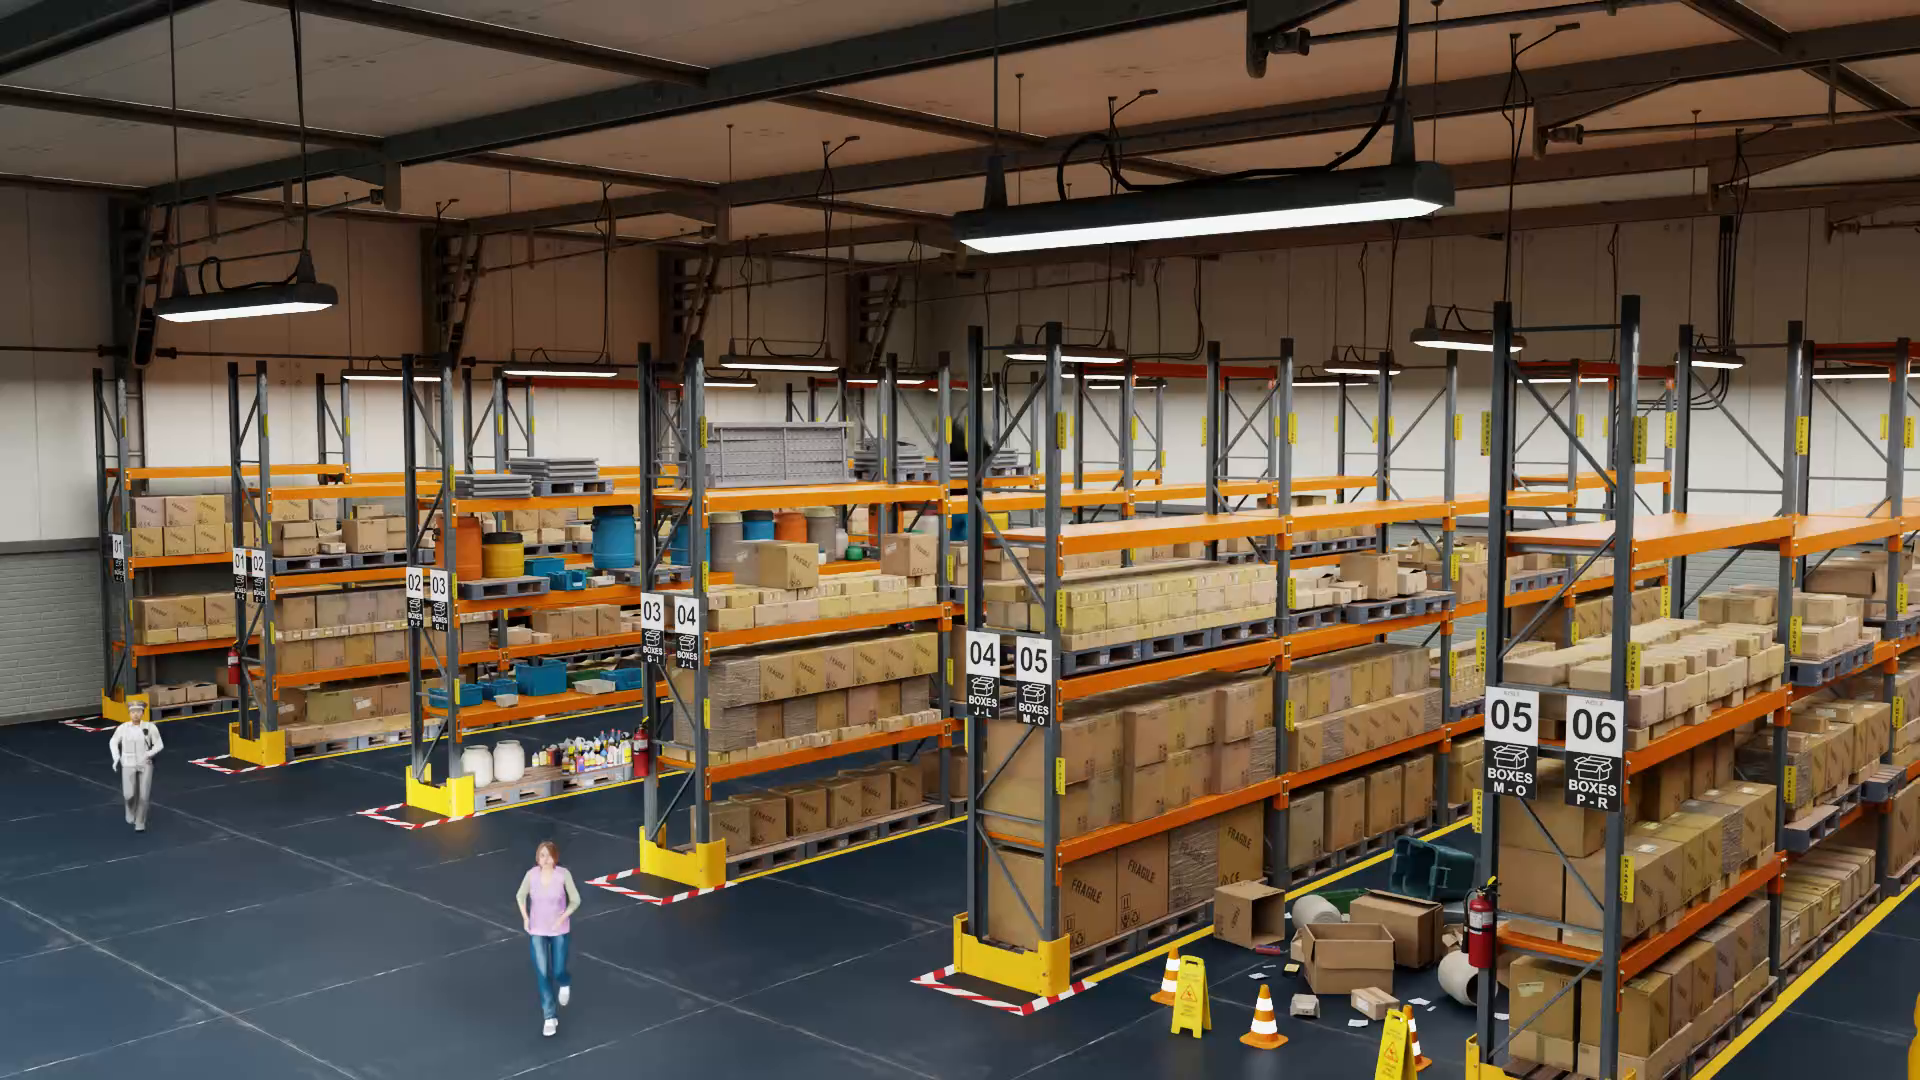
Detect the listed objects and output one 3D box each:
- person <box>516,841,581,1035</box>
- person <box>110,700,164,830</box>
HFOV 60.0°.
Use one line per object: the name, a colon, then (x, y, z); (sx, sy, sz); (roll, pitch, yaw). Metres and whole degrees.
person: (-3.501, 3.340, 14.142); (0.549, 1.568, 0.709); (-1, 4, -7)
person: (-10.243, 2.814, 20.694); (0.613, 1.650, 0.550); (-2, 5, -24)
